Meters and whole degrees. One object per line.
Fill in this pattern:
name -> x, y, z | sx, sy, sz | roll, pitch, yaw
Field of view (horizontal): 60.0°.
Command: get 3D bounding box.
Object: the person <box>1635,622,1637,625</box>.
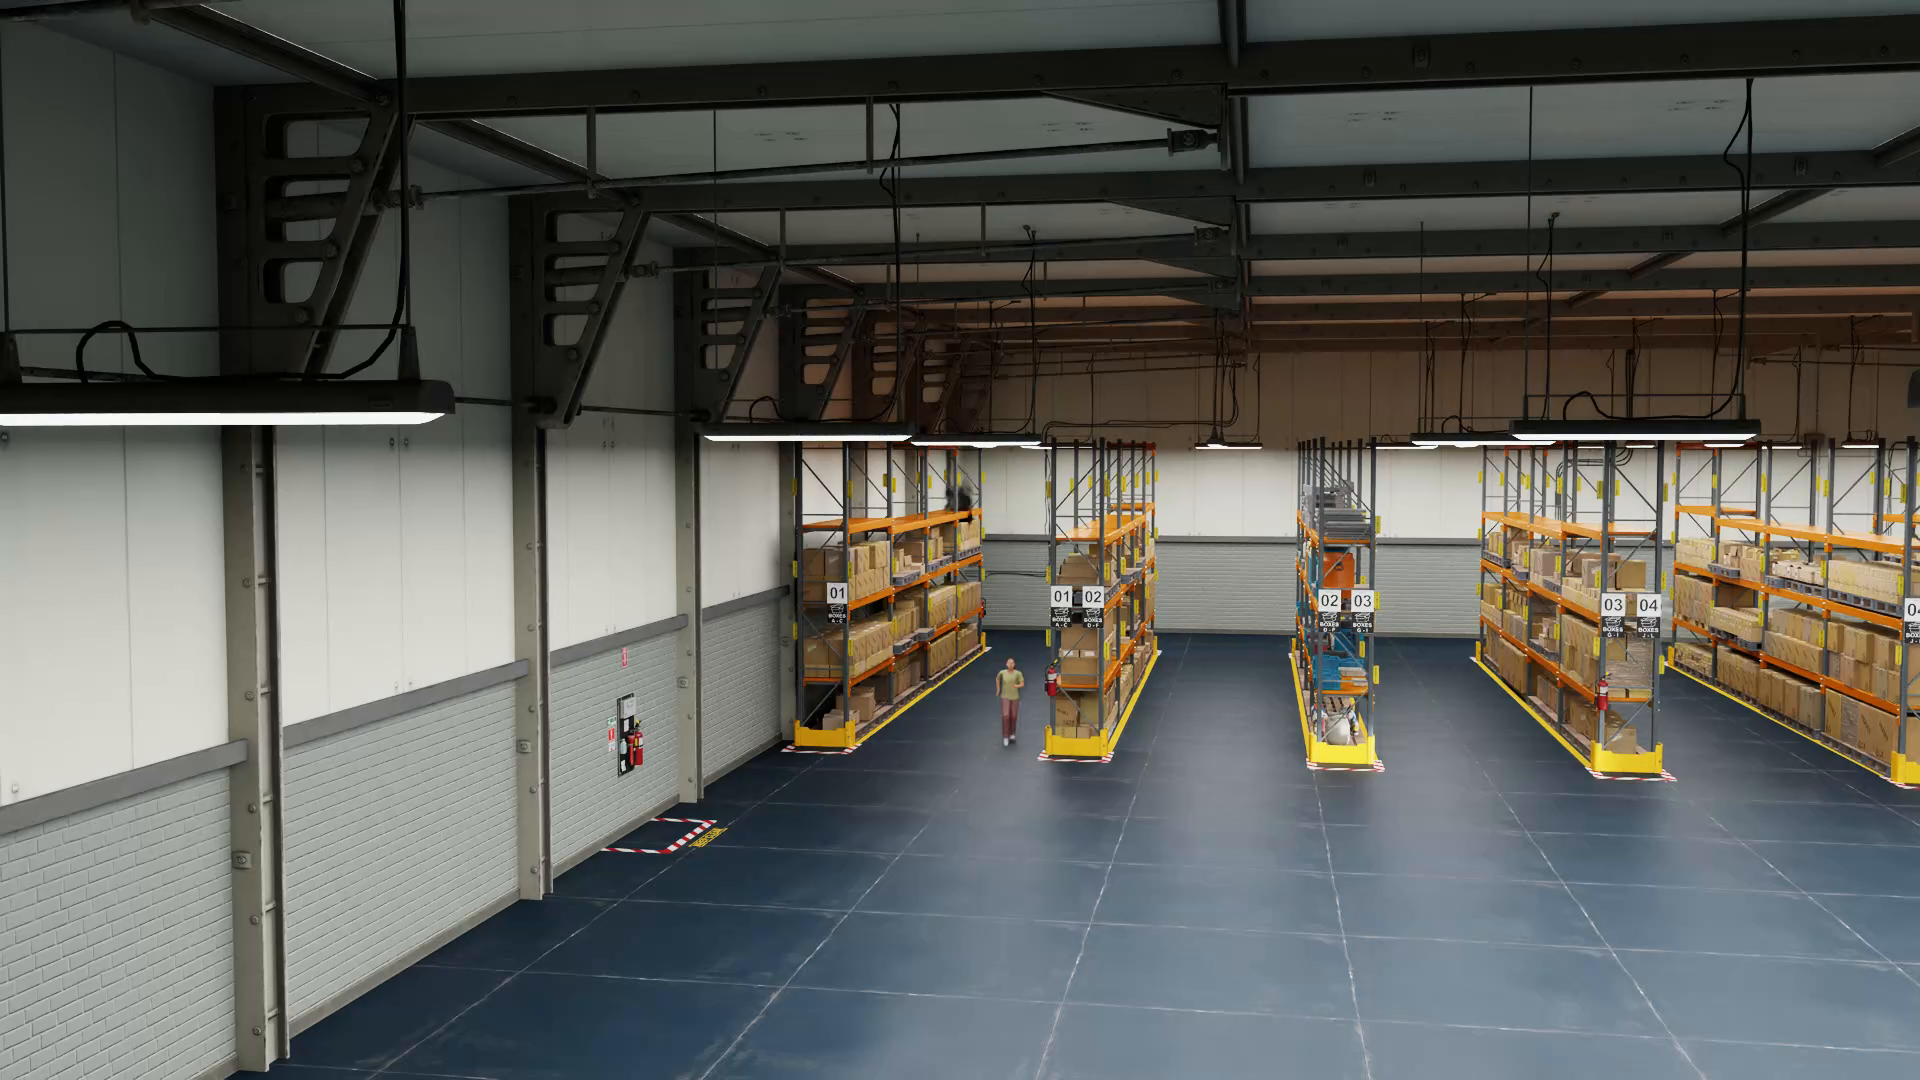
person -> 18.059, 2.479, 45.037 | 0.638, 1.725, 0.724 | -3, 4, -40

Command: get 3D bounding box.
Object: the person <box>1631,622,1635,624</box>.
person -> 17.782, 2.488, 44.388 | 0.779, 1.740, 0.913 | 2, 3, 27

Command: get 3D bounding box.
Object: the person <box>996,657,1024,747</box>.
person -> 0.988, 3.147, 32.681 | 0.549, 1.717, 0.759 | 0, 3, -1
